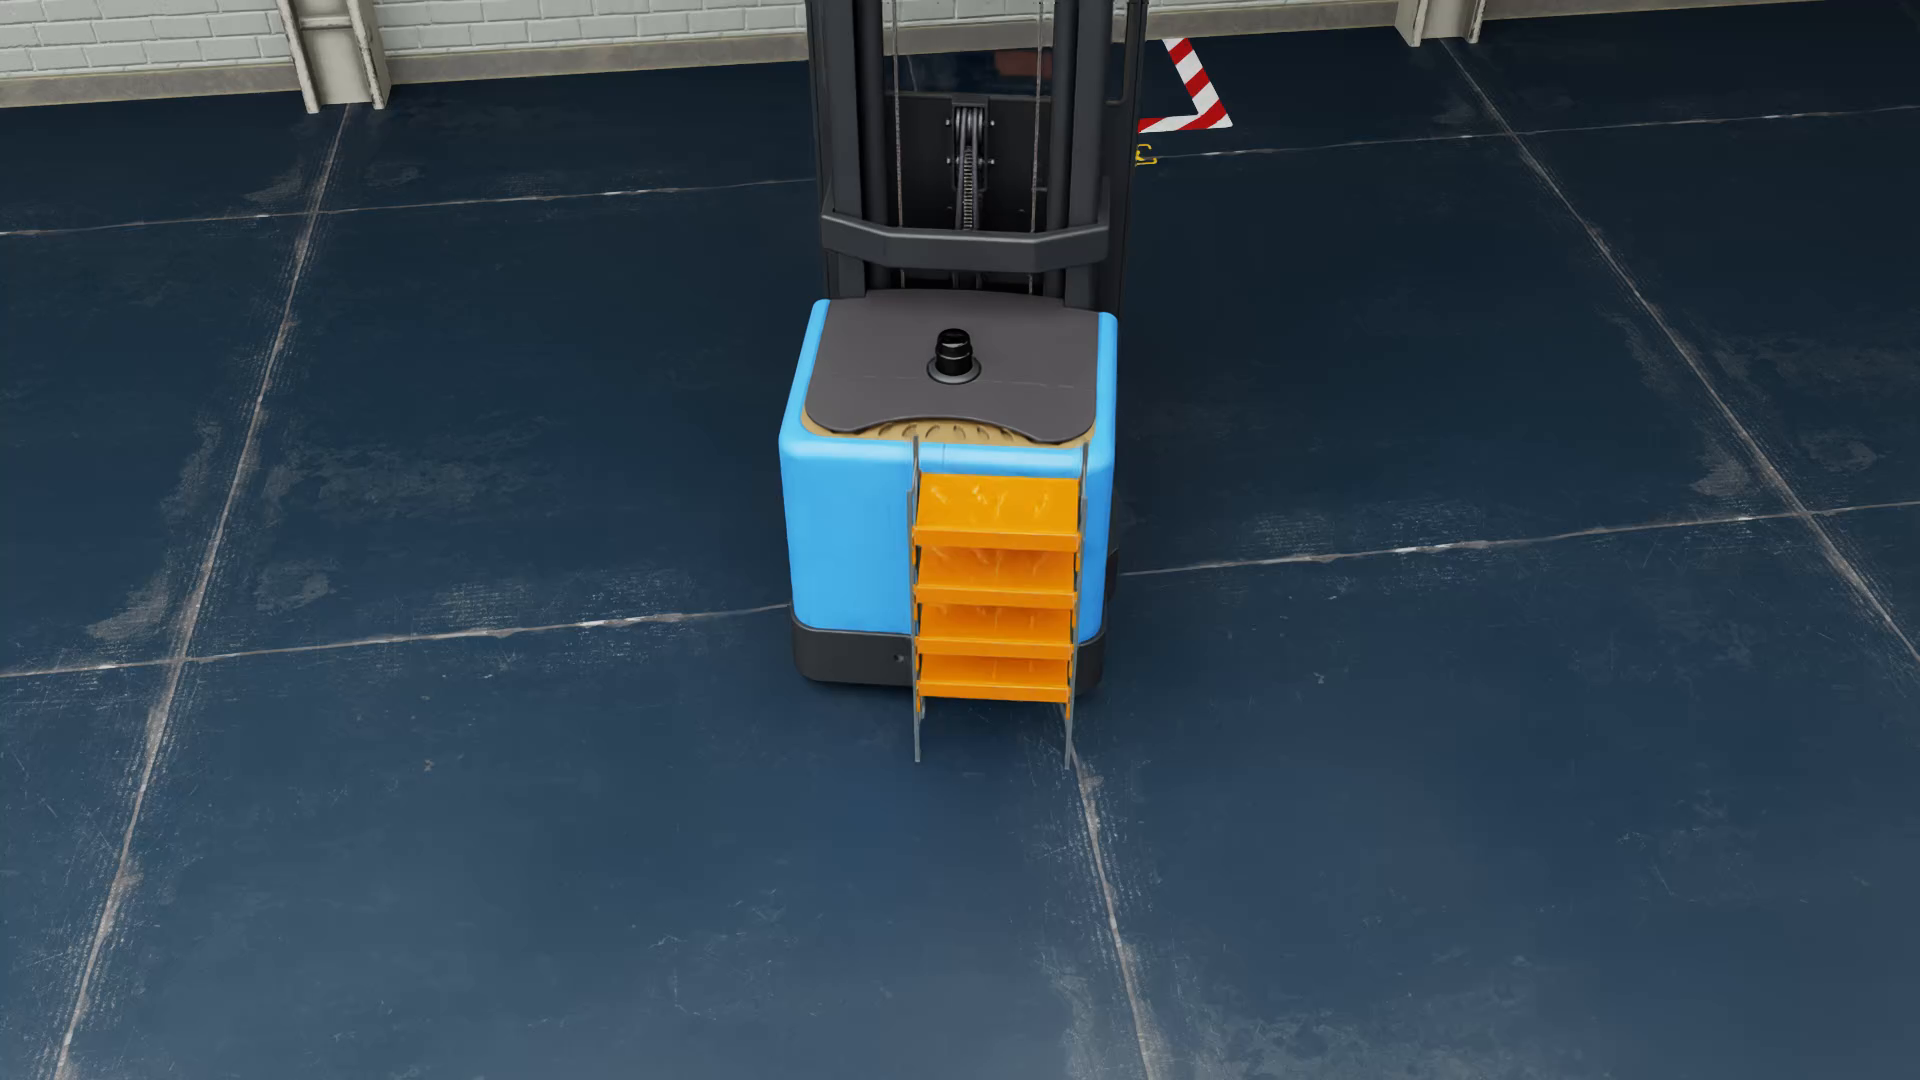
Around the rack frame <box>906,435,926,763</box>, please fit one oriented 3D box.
[{"bbox_3d":[-0.133,0.213,5.111,0.015,1.200,0.240,2,44,3],"label":"rack frame"}]

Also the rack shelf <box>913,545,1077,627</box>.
[{"bbox_3d":[0.111,0.111,4.991,0.480,0.148,0.258,2,44,3],"label":"rack shelf"}]

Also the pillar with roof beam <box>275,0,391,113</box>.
[{"bbox_3d":[-2.693,-2.844,2.684,0.400,9.000,9.100,-5,42,-6],"label":"pillar with roof beam"}]

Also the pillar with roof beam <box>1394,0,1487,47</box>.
[{"bbox_3d":[3.257,-3.365,3.262,0.400,9.000,9.100,-5,42,-6],"label":"pillar with roof beam"}]

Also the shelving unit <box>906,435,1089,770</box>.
[{"bbox_3d":[0.111,0.224,5.099,0.503,1.200,0.258,2,44,3],"label":"shelving unit"}]

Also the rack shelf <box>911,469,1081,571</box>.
[{"bbox_3d":[0.110,-0.059,4.826,0.480,0.148,0.258,2,44,3],"label":"rack shelf"}]

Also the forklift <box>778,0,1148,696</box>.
[{"bbox_3d":[0.072,-1.546,5.776,1.130,2.935,3.031,3,42,3],"label":"forklift"}]

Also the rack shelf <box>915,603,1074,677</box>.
[{"bbox_3d":[0.111,0.272,5.146,0.480,0.148,0.258,2,44,3],"label":"rack shelf"}]

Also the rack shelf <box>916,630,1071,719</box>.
[{"bbox_3d":[0.112,0.415,5.284,0.480,0.148,0.258,2,44,3],"label":"rack shelf"}]

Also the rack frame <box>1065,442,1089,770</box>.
[{"bbox_3d":[0.354,0.234,5.088,0.015,1.200,0.240,2,44,3],"label":"rack frame"}]
